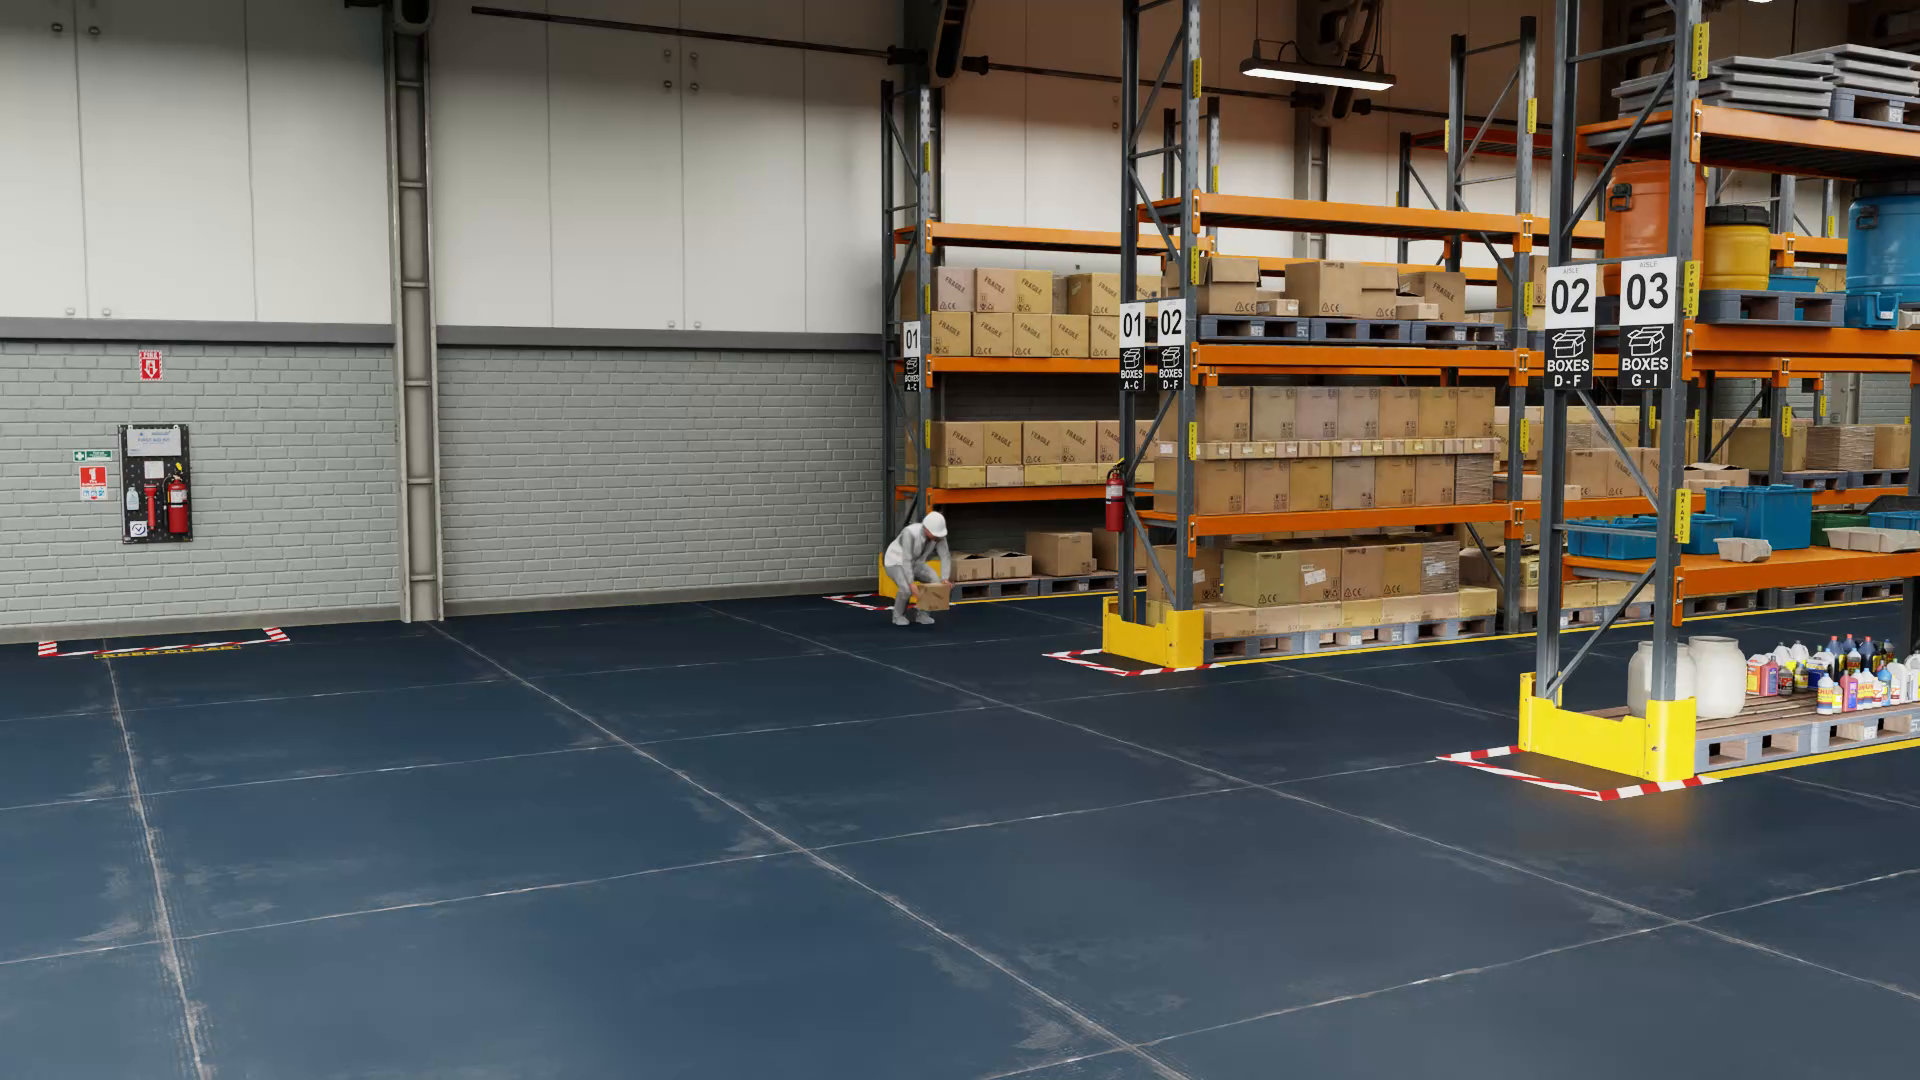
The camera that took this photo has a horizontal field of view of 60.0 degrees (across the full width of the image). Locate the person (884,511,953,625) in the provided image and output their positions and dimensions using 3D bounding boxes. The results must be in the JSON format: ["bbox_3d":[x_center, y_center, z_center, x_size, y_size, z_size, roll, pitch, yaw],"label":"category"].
[{"bbox_3d":[-0.416,0.282,17.196,0.570,1.196,0.849,-3,6,-29],"label":"person"}]
